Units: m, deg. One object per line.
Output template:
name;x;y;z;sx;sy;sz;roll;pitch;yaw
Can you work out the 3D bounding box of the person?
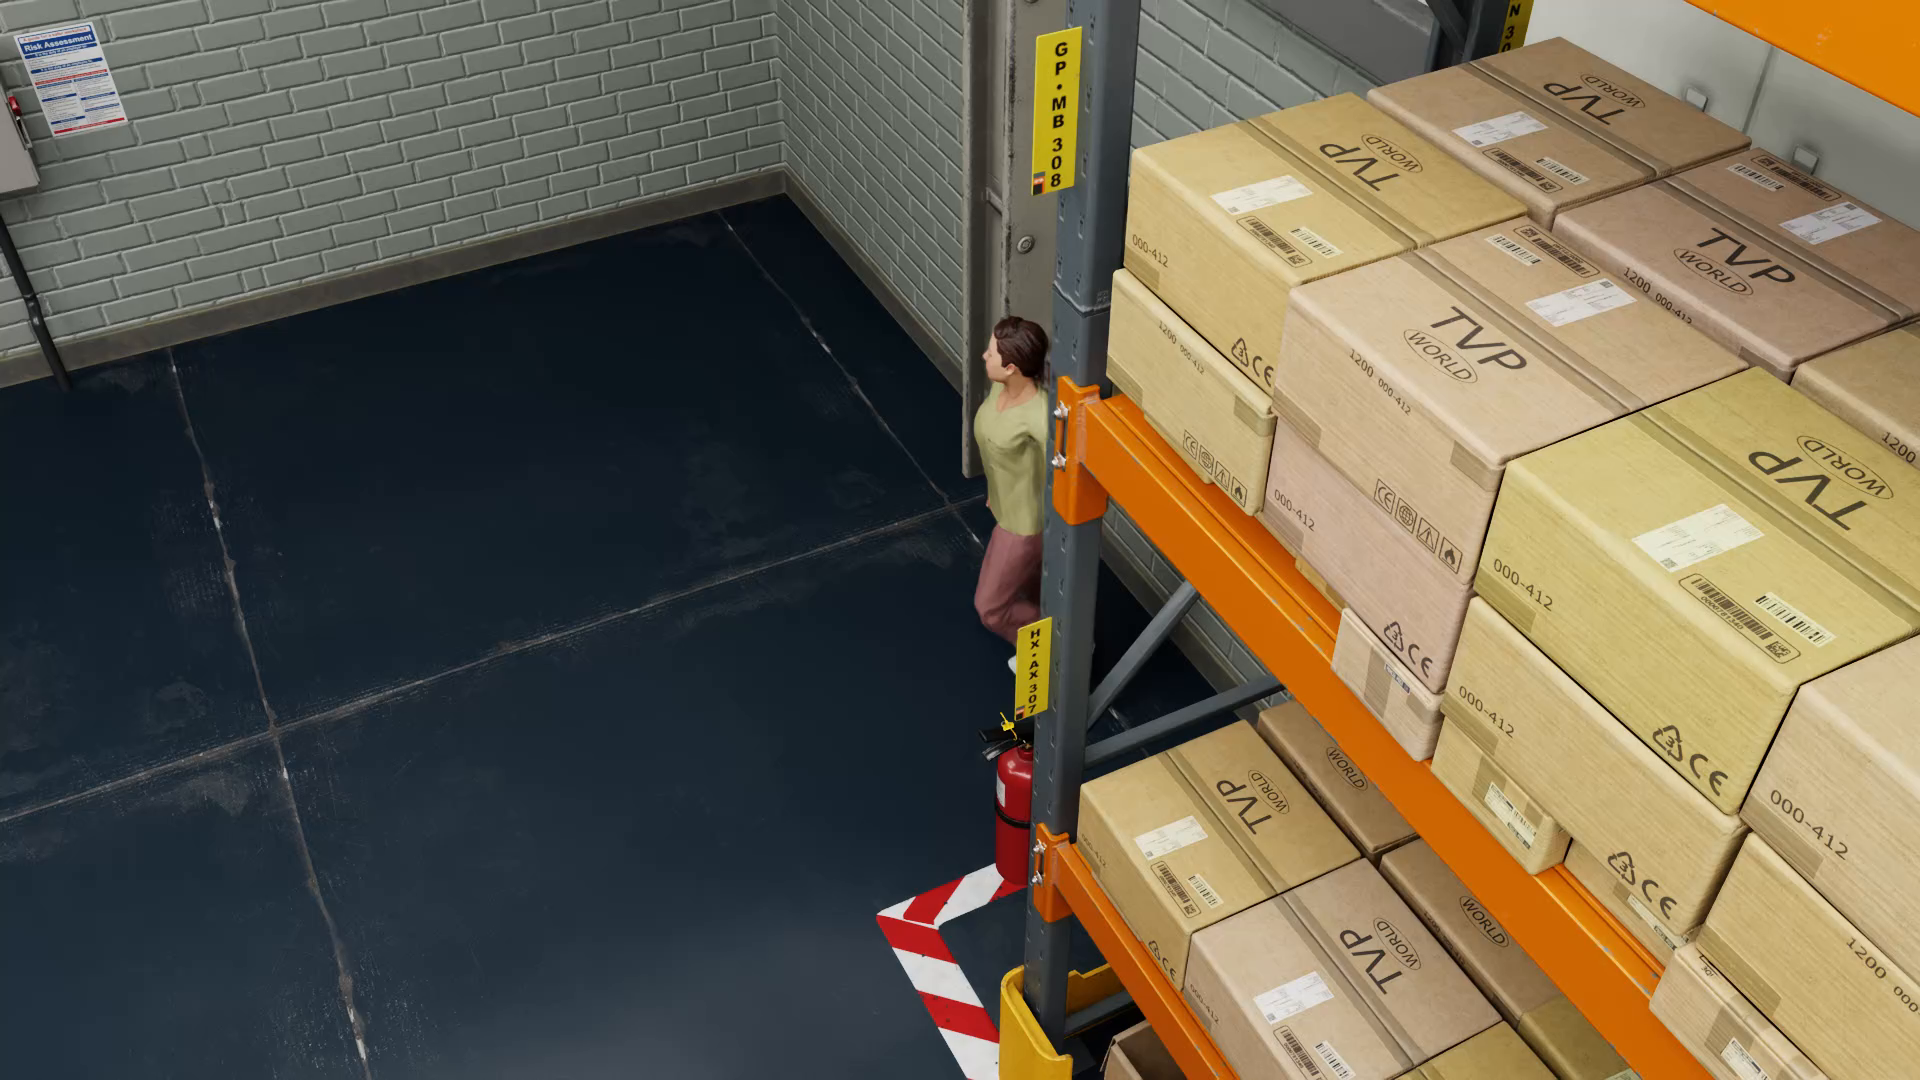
person;0.261;-0.091;6.241;0.483;1.649;0.580;-9;42;-10
